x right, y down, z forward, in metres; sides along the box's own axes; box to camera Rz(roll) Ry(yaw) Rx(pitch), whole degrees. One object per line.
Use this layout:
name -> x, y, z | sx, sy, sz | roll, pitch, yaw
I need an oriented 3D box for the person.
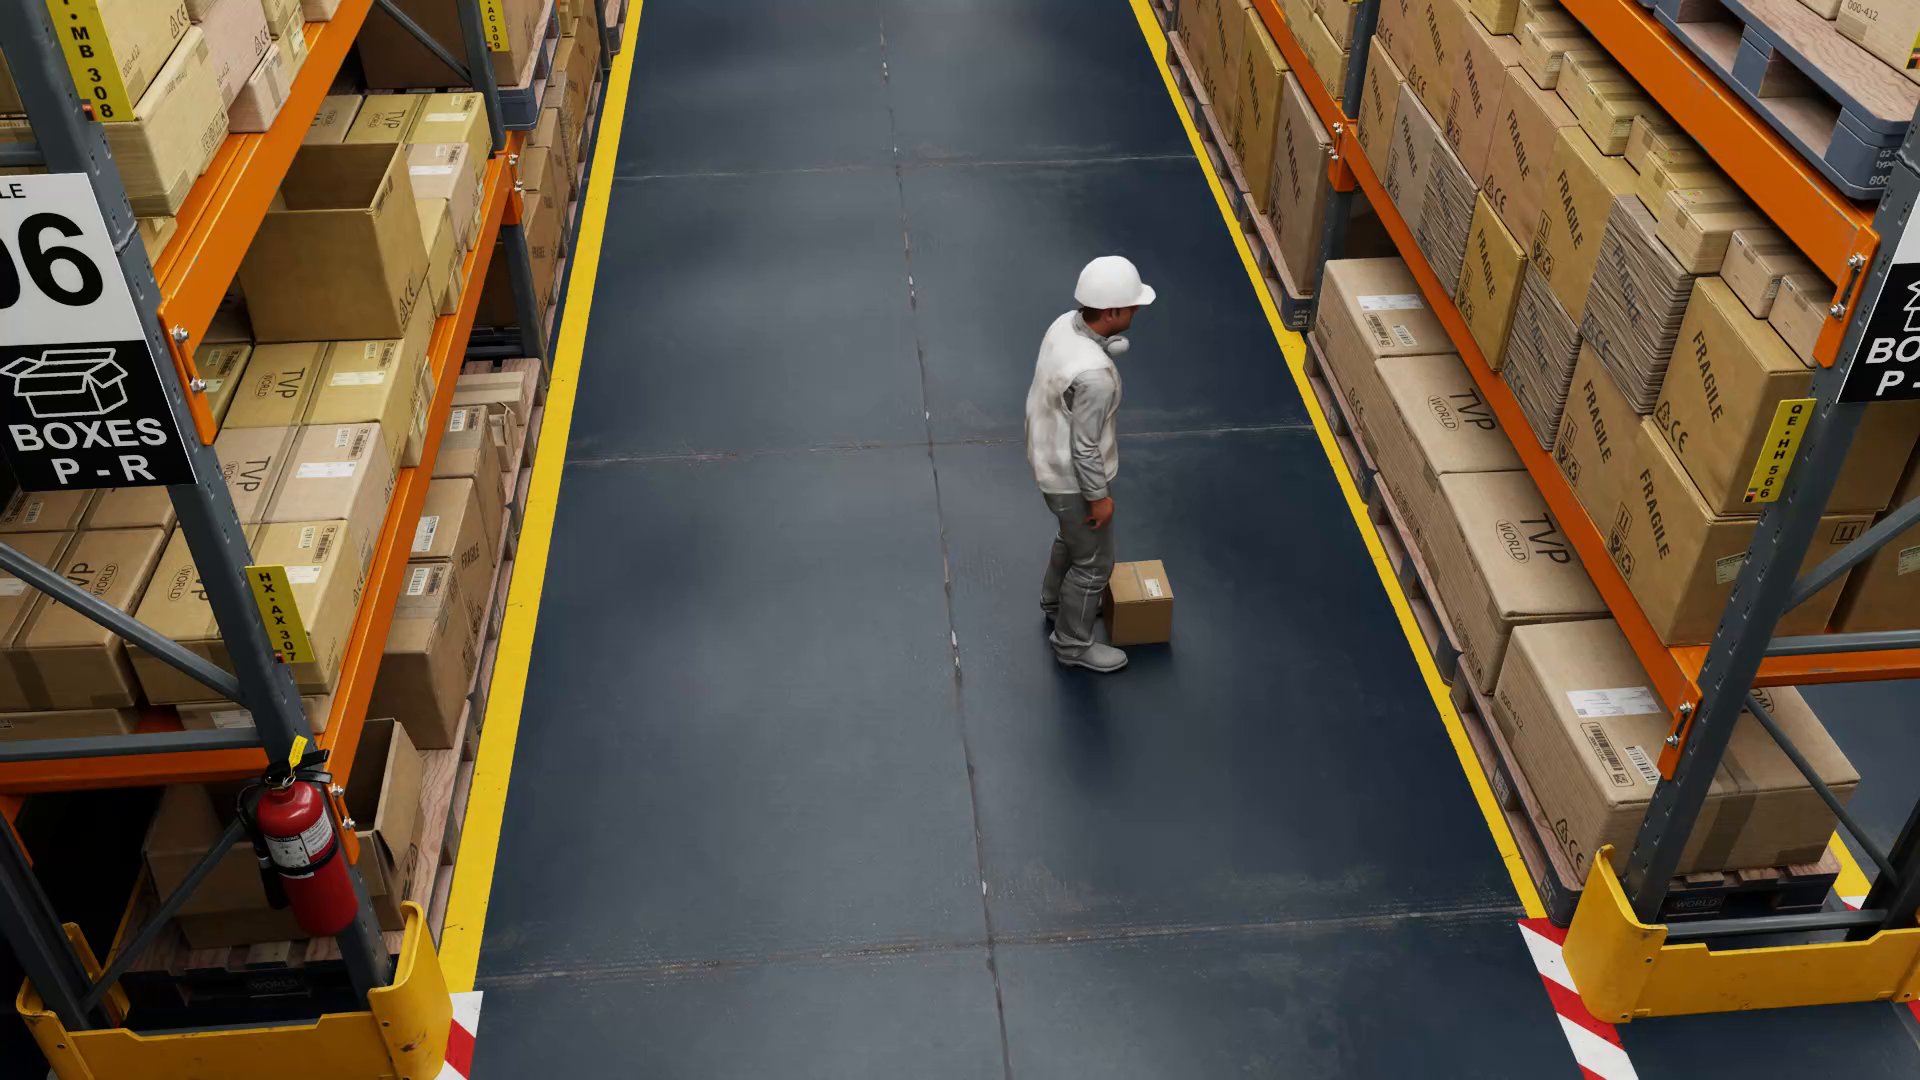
person -> 0.483, -0.301, 6.507 | 0.463, 1.770, 0.578 | -4, 39, -5
